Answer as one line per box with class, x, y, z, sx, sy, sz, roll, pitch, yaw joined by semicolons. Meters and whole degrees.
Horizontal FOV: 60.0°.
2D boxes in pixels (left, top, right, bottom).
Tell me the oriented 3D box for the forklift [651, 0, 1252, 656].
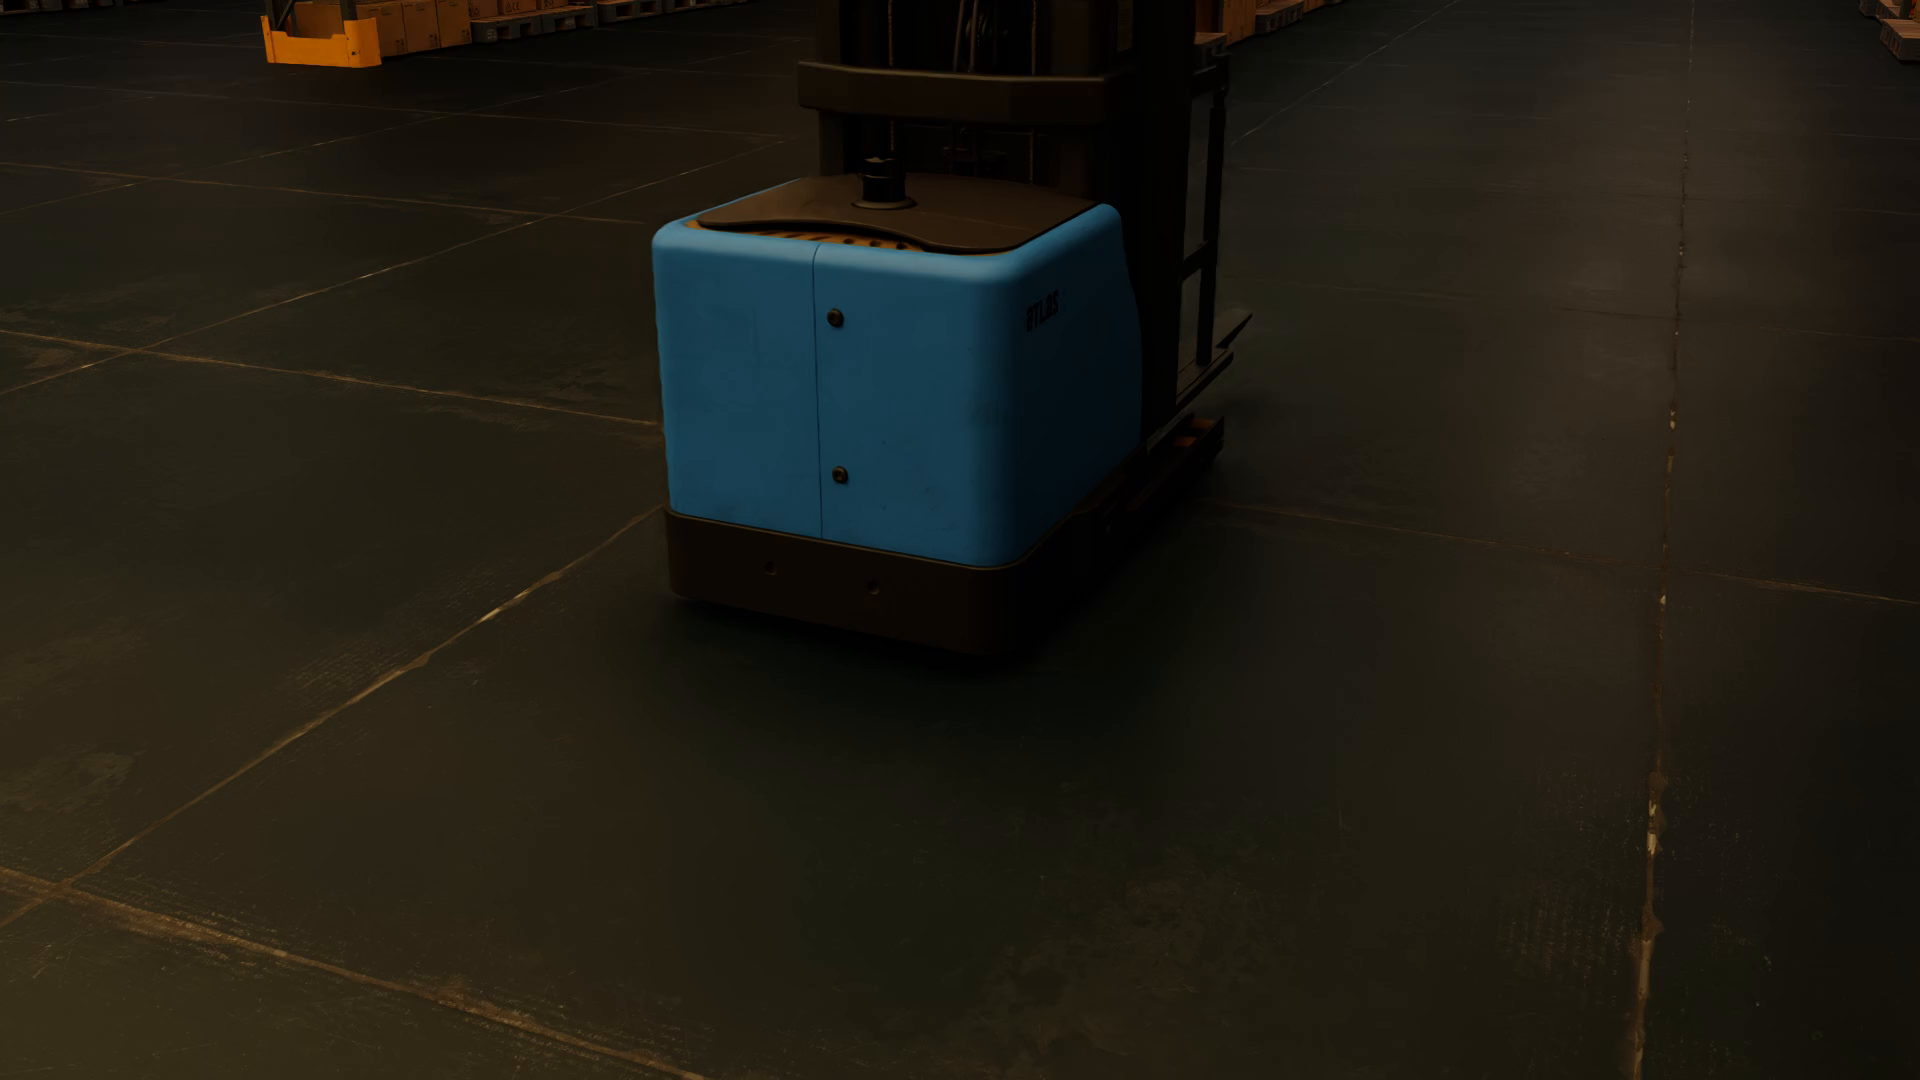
forklift;0.257;-1.595;5.108;1.130;2.935;3.031;10;25;22
